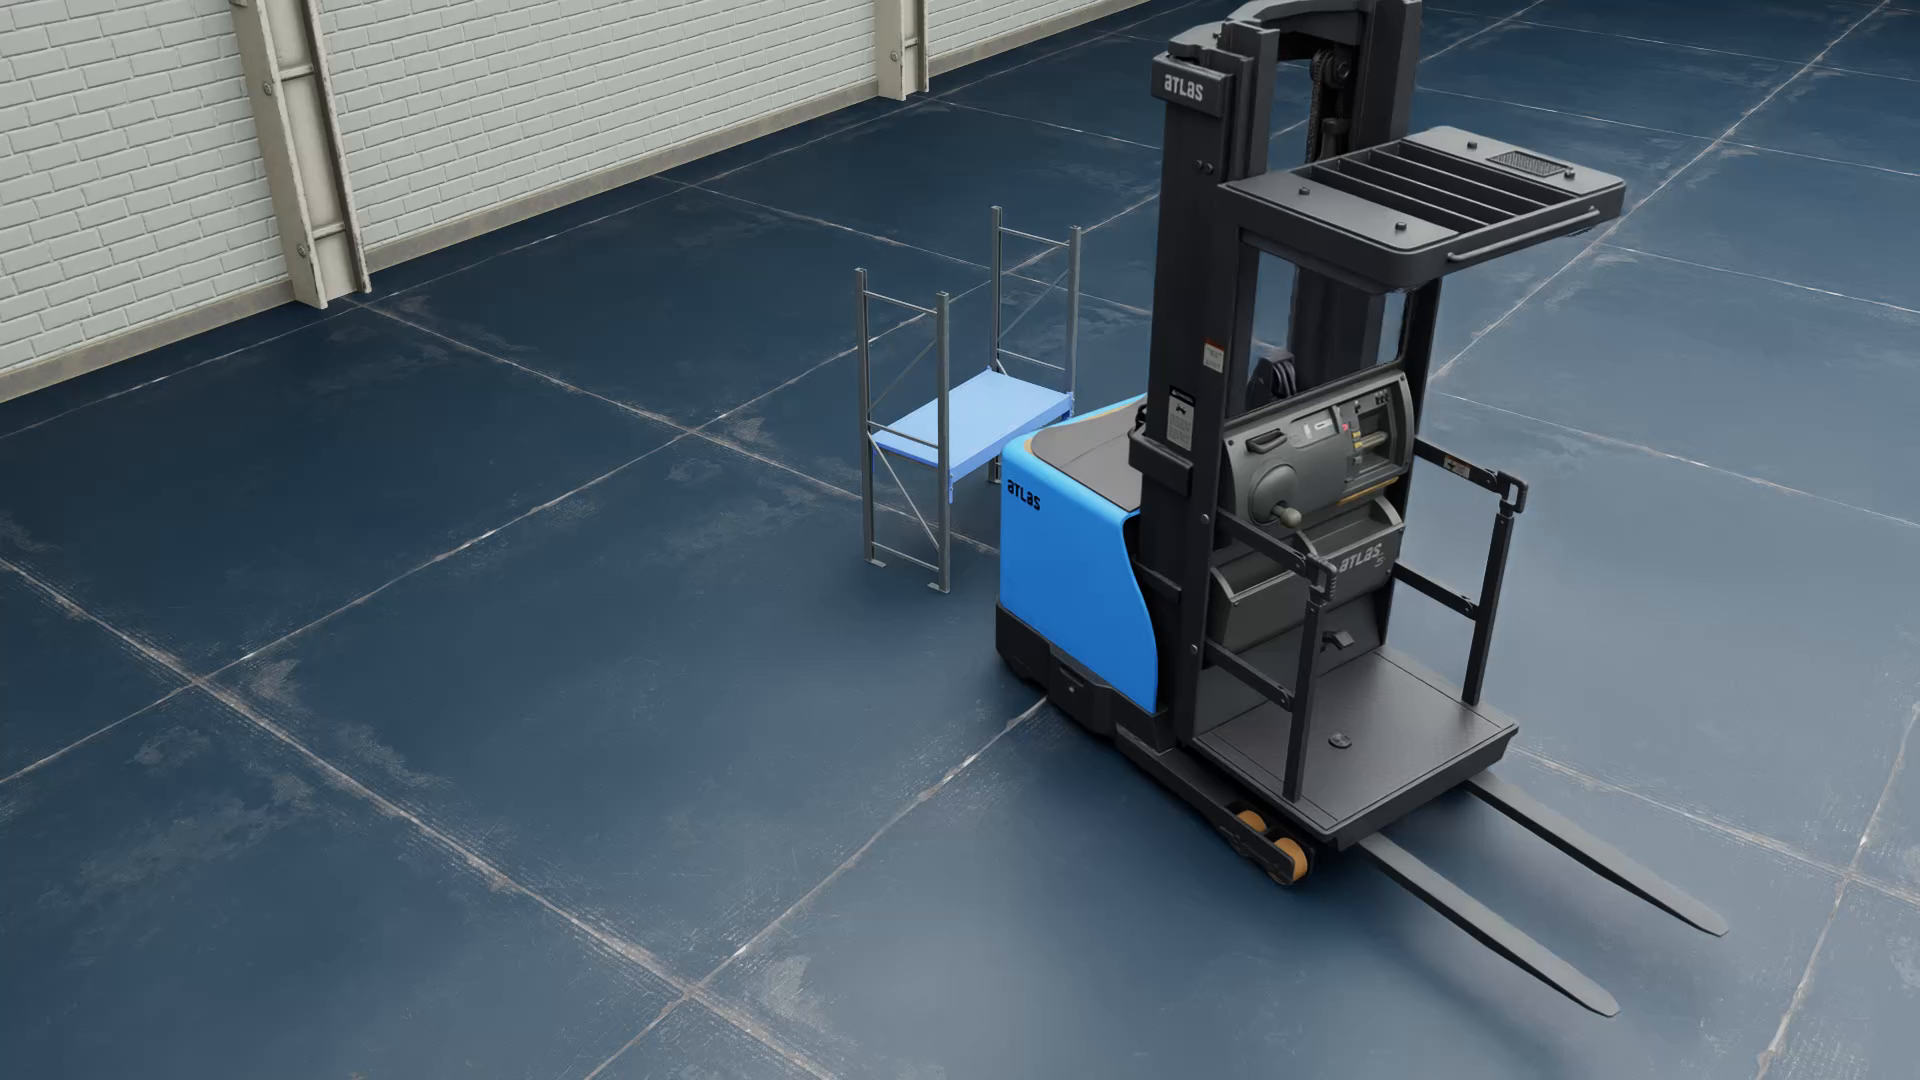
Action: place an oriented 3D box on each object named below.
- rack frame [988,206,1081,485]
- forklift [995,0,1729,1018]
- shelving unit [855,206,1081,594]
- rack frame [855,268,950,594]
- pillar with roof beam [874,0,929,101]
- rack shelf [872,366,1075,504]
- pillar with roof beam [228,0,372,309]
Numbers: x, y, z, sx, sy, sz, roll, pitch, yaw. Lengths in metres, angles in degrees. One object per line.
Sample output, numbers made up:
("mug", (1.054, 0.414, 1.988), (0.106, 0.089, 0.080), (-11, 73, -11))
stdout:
("rack frame", (0.358, -0.887, 8.275), (0.500, 1.500, 0.032), (21, 37, 31))
("forklift", (1.431, -0.280, 5.848), (1.130, 2.935, 3.031), (-21, 36, -31))
("shelving unit", (0.052, -0.680, 7.926), (0.538, 1.500, 1.048), (21, 37, 31))
("rack frame", (-0.255, -0.473, 7.577), (0.500, 1.500, 0.032), (21, 37, 31))
("pillar with roof beam", (2.911, -6.607, 10.572), (9.100, 9.000, 0.400), (21, 37, 31))
("rack shelf", (0.052, -0.525, 8.018), (0.538, 0.185, 1.000), (21, 37, 31))
("pillar with roof beam", (-0.711, -4.168, 6.457), (9.100, 9.000, 0.400), (21, 37, 31))
